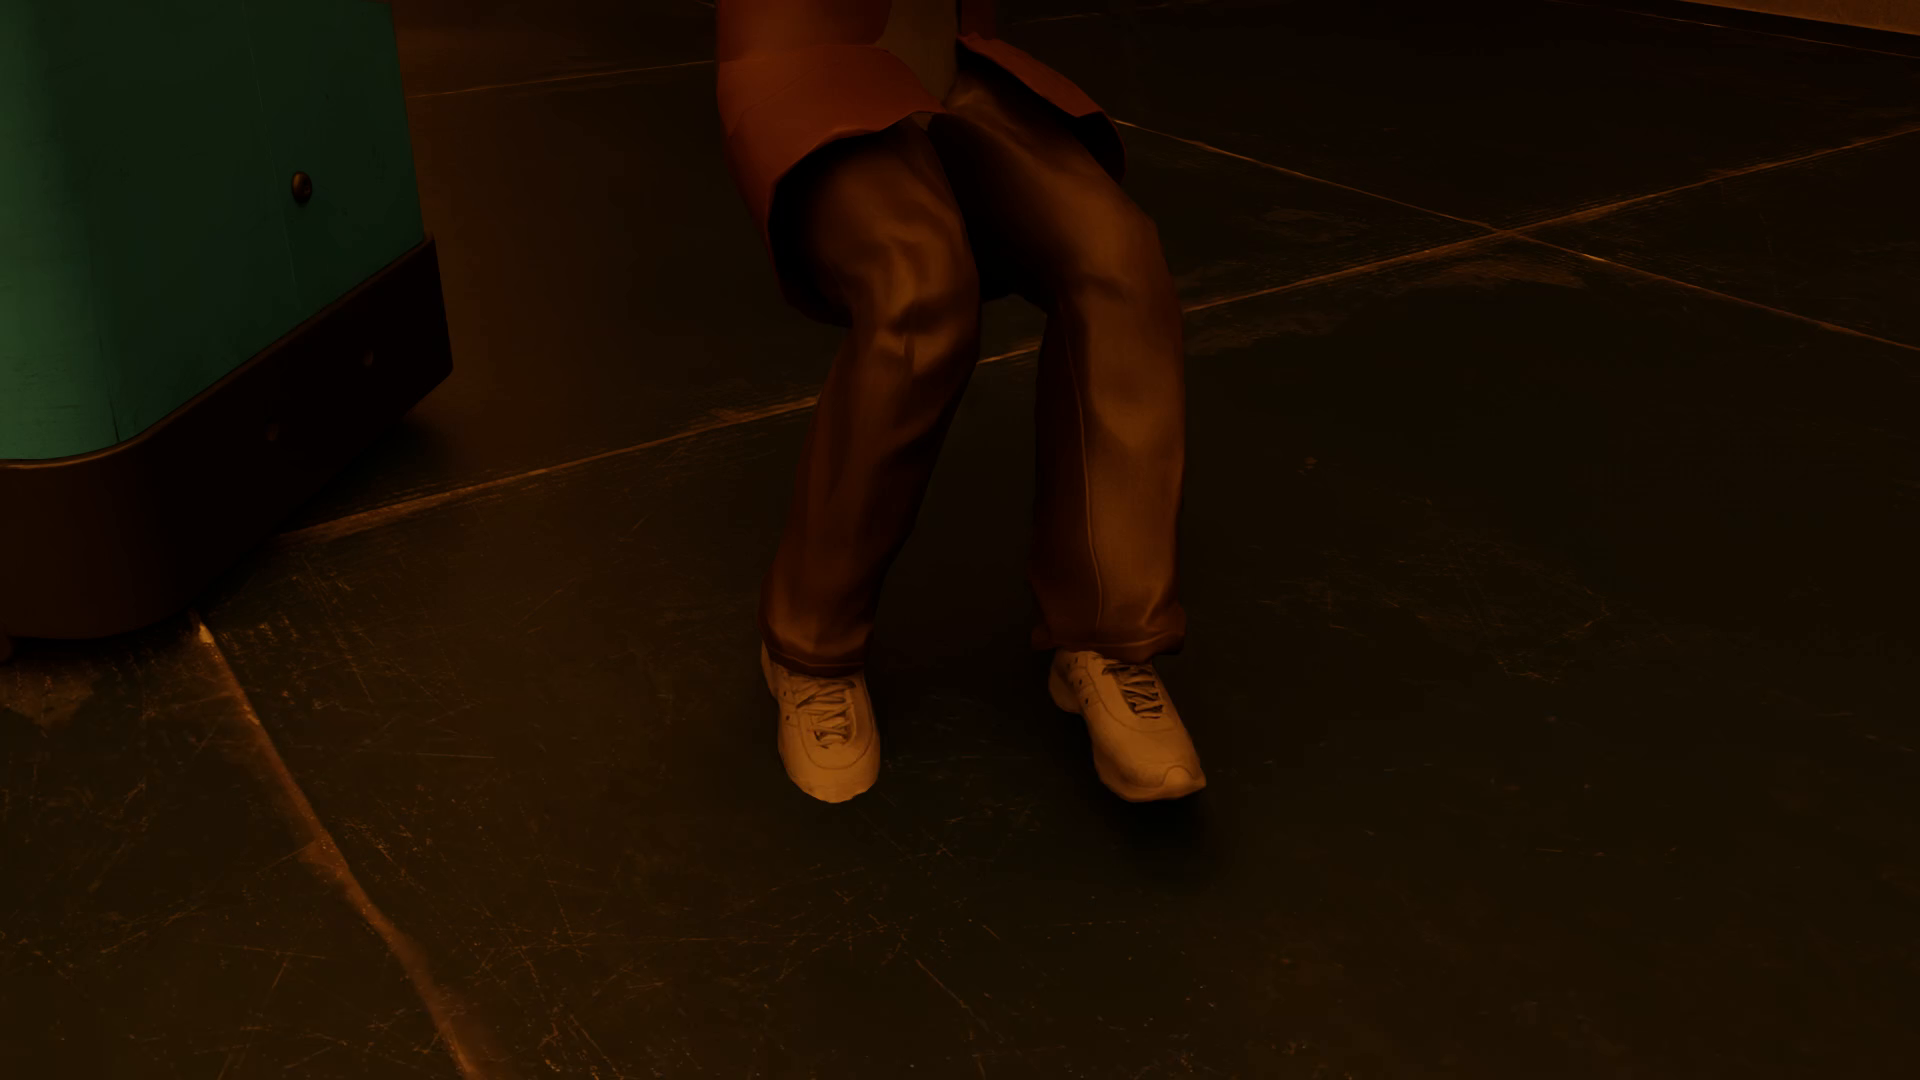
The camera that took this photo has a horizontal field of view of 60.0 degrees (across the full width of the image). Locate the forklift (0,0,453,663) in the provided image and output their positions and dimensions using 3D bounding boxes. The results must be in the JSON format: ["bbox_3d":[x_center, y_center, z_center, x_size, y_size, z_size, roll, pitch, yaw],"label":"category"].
[{"bbox_3d":[-2.453,-1.436,2.095,3.031,2.935,1.130,3,27,7],"label":"forklift"}]

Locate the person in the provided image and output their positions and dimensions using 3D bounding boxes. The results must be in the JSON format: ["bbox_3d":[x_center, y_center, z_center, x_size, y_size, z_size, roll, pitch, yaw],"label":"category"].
[{"bbox_3d":[0.136,-0.539,2.023,1.111,1.504,1.004,-21,33,-36],"label":"person"}]
